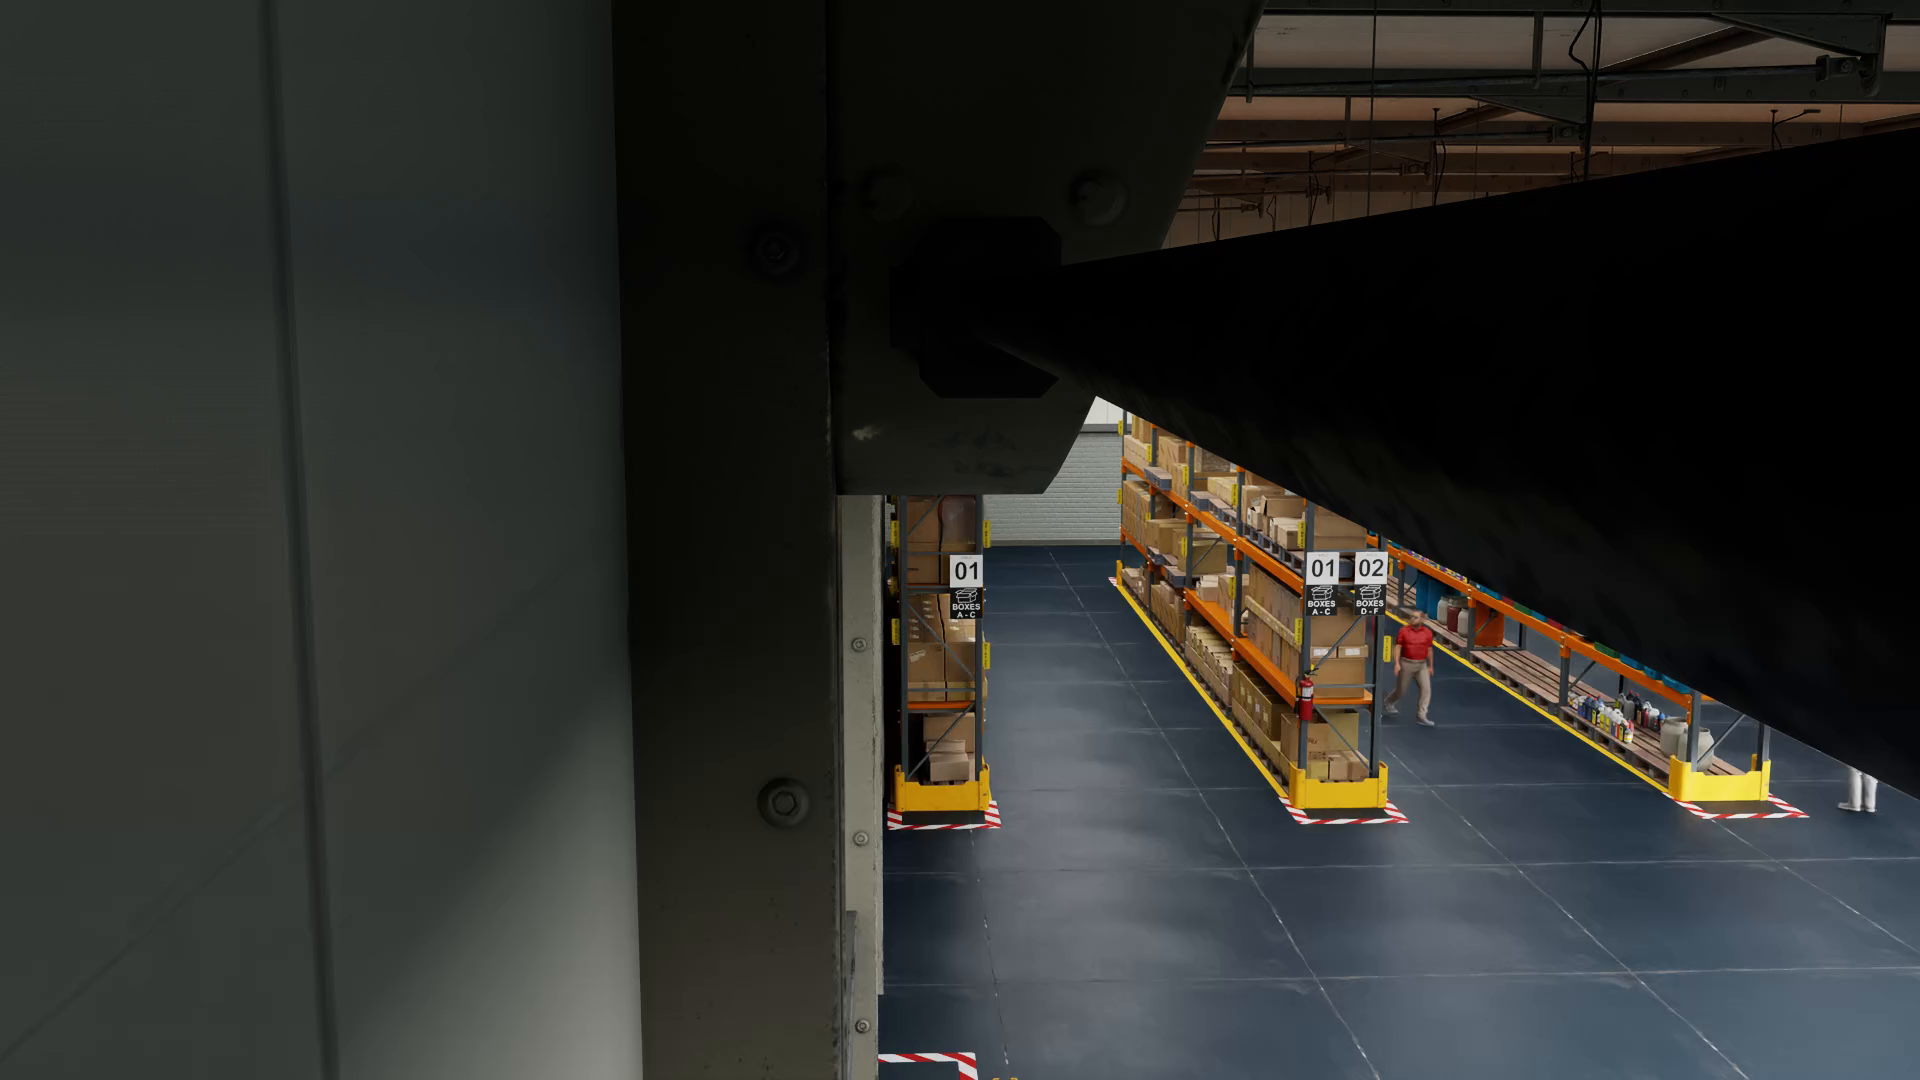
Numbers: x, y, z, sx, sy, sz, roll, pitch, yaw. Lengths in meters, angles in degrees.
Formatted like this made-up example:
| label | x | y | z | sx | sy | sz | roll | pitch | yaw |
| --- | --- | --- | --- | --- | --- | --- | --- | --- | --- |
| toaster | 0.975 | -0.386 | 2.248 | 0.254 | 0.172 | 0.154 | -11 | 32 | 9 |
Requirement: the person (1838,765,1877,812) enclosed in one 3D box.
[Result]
| label | x | y | z | sx | sy | sz | roll | pitch | yaw |
| --- | --- | --- | --- | --- | --- | --- | --- | --- | --- |
| person | 11.113 | 2.499 | 20.427 | 0.472 | 1.696 | 0.369 | 0 | 8 | -2 |

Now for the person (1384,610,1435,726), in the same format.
| label | x | y | z | sx | sy | sz | roll | pitch | yaw |
| --- | --- | --- | --- | --- | --- | --- | --- | --- | --- |
| person | 6.722 | 1.862 | 24.707 | 0.672 | 1.667 | 0.961 | -3 | 9 | -17 |
